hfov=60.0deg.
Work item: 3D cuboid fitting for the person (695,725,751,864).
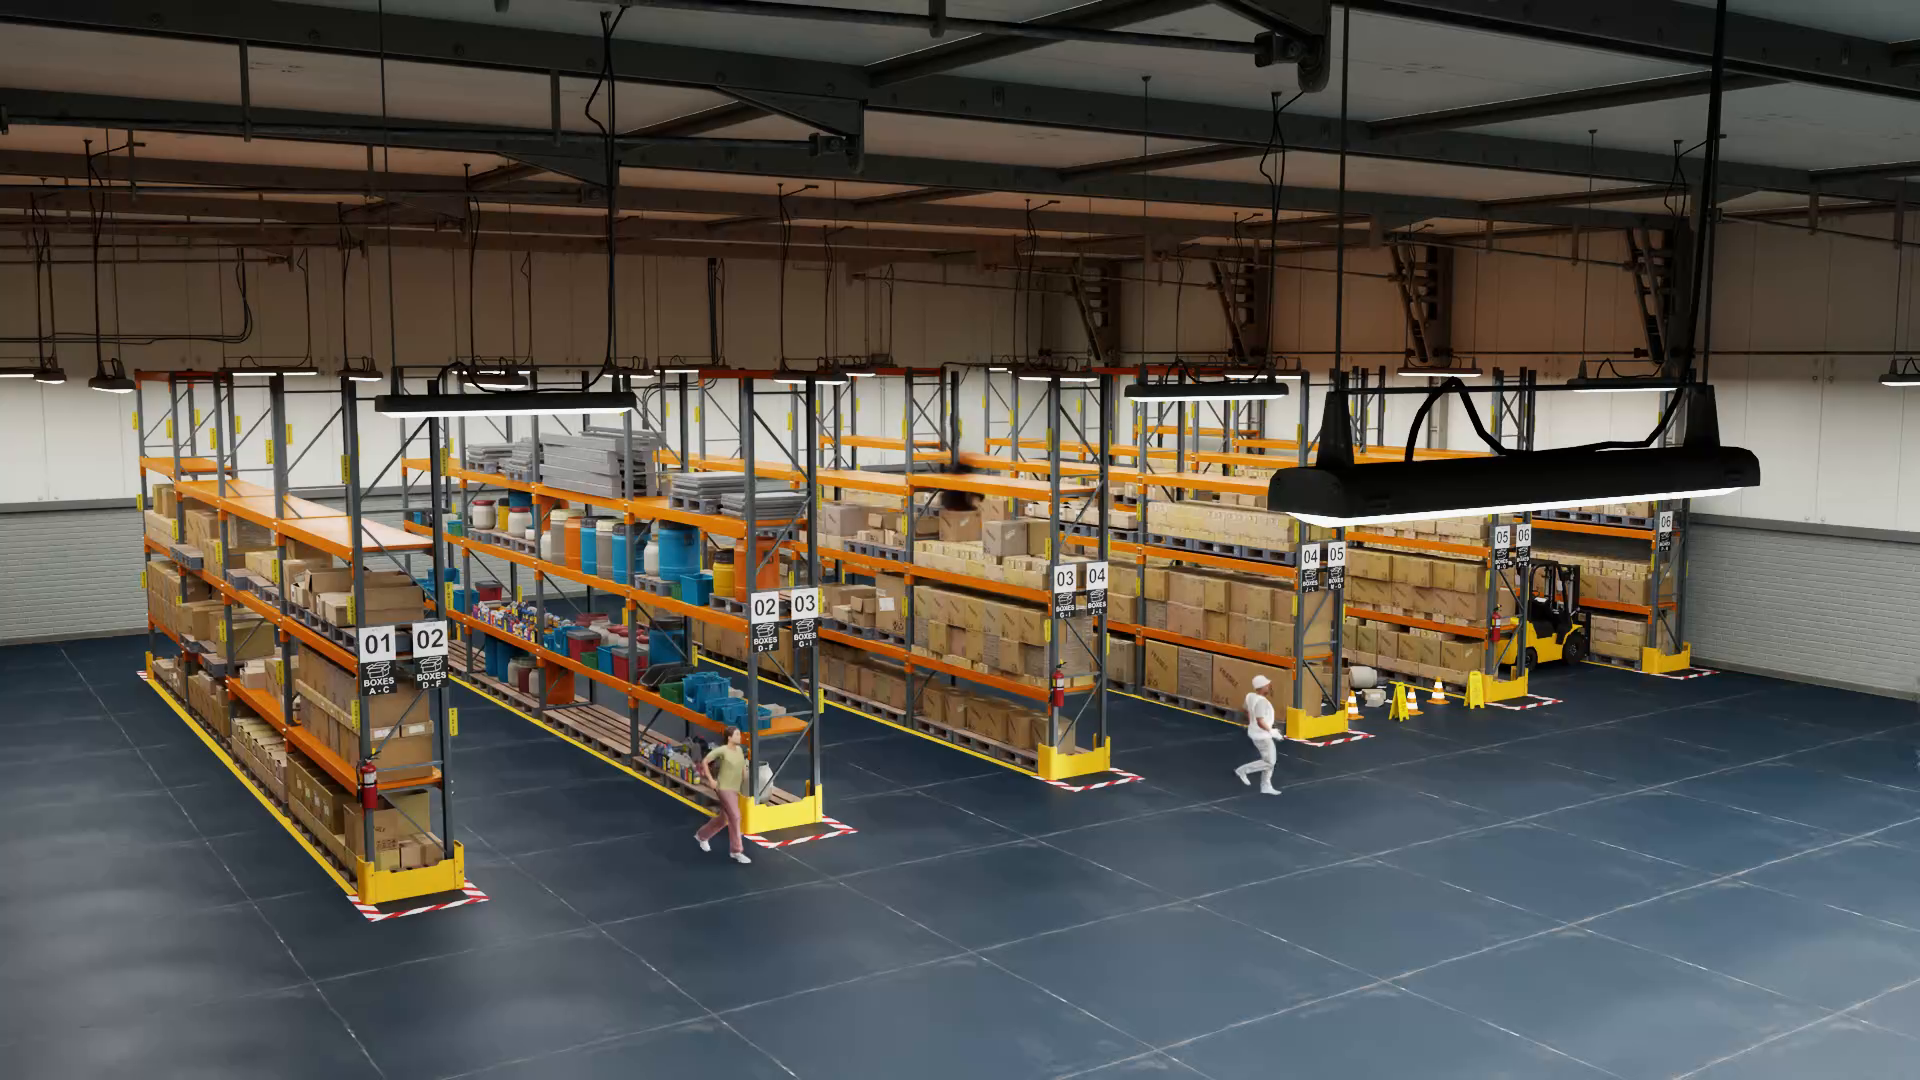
[{"bbox_3d":[-2.909,3.150,20.931,0.927,1.648,0.612,4,7,29],"label":"person"}]

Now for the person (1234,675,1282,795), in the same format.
[{"bbox_3d":[4.265,2.801,23.794,0.733,1.757,0.687,-1,6,-7],"label":"person"}]
